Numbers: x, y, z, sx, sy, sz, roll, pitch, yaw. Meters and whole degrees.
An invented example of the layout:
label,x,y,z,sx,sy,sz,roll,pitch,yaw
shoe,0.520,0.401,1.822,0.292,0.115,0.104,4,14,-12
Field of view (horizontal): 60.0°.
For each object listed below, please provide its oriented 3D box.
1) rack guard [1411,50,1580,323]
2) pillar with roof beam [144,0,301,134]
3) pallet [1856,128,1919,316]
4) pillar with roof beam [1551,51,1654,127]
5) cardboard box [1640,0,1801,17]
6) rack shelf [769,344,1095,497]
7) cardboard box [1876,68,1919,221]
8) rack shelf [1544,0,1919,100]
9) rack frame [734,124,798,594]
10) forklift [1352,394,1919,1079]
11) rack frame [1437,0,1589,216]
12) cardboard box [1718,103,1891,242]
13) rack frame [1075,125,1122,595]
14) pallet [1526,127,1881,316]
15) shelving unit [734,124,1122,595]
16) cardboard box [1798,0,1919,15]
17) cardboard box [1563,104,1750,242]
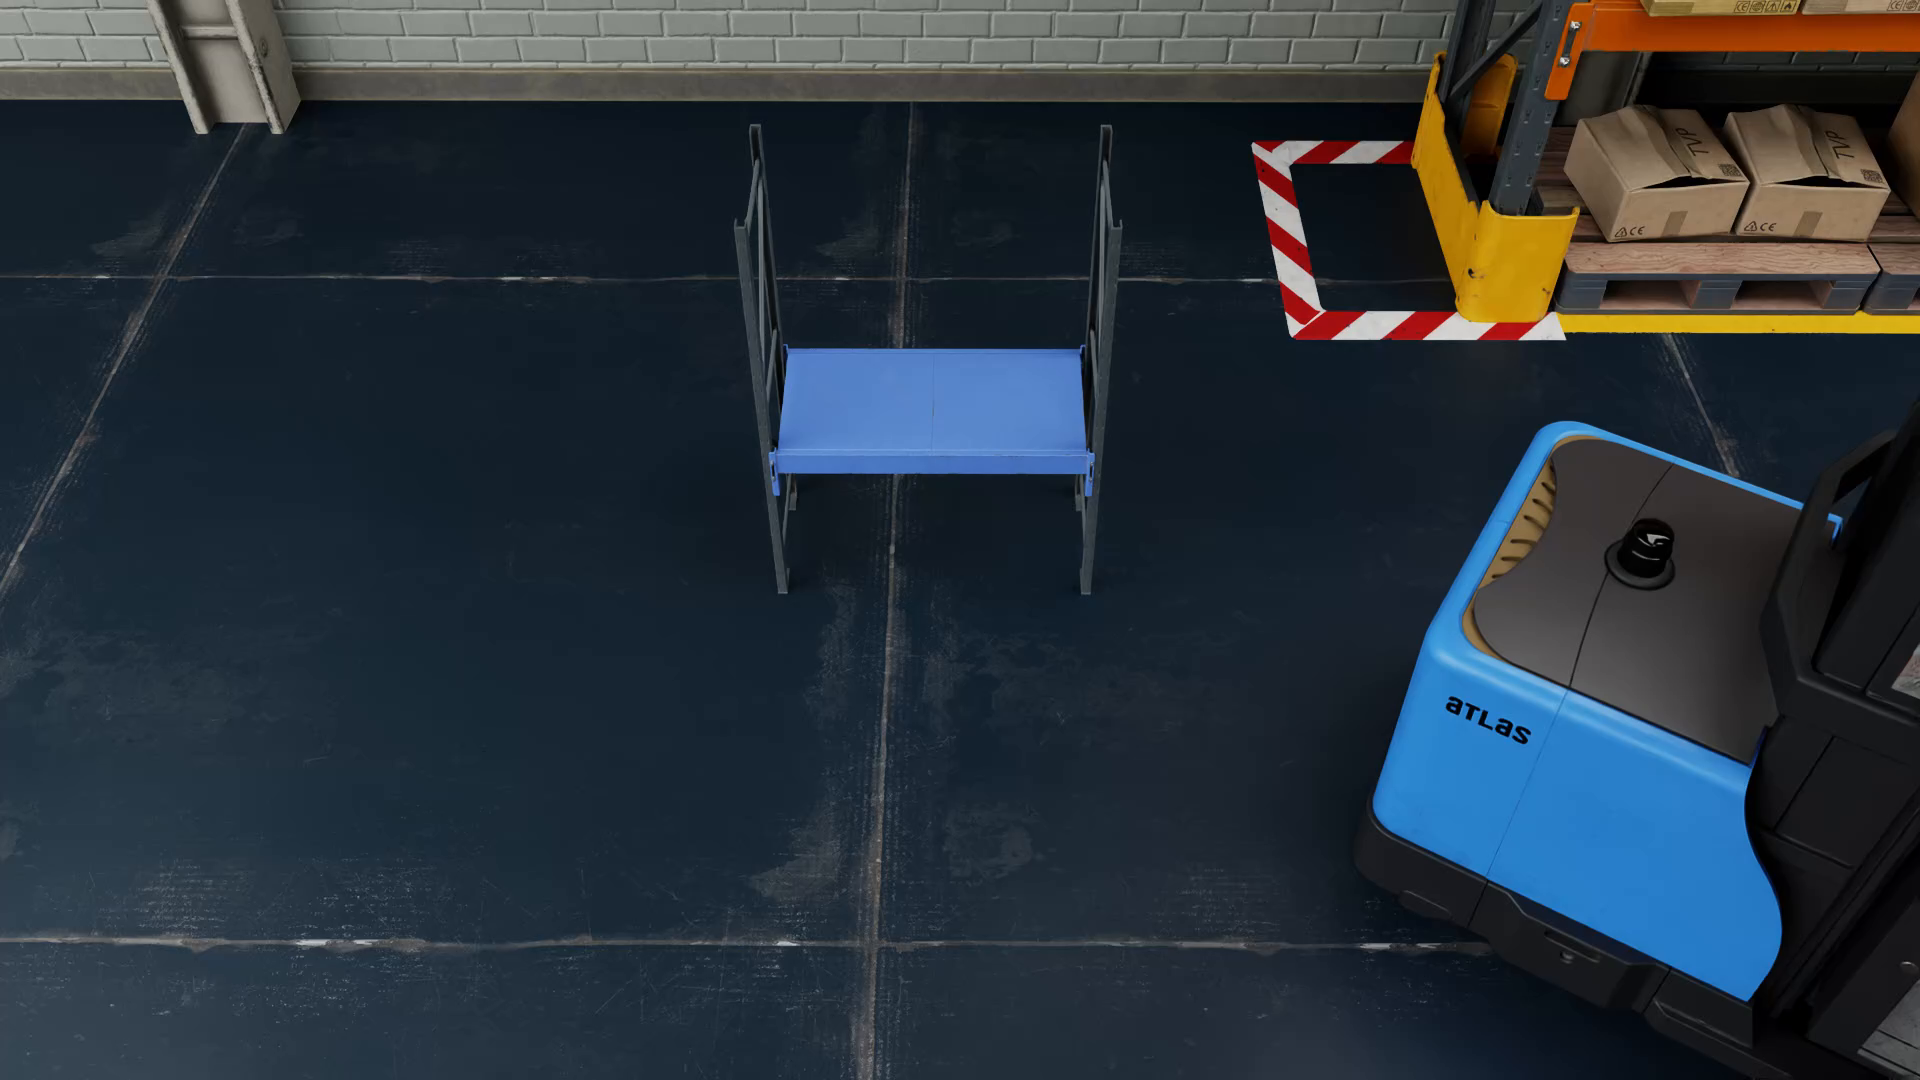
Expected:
label,x,y,z,sx,sy,sz,roll,pitch,yaw
rack guard,2.149,-1.455,6.762,0.348,0.500,1.175,0,47,0
pillar with roof beam,-3.239,-1.847,1.321,0.400,9.000,9.100,0,47,0
pallet,4.178,-1.323,6.837,1.213,0.211,1.003,0,47,0
pillar with roof beam,2.760,-1.831,1.306,0.400,9.000,9.100,0,47,0
cardboard box,2.560,-2.028,5.678,0.500,0.250,0.500,-1,47,-1
rack shelf,-0.085,-0.389,5.333,1.000,0.185,0.538,0,47,0
cardboard box,4.068,-1.497,6.501,0.500,0.500,0.700,-3,47,-2
rack shelf,4.073,-2.056,6.106,4.000,0.370,1.077,0,47,0
rack frame,-0.594,-0.513,5.203,0.032,1.500,0.500,0,47,0
forklift,2.658,0.247,3.518,3.031,2.935,1.130,24,52,21
rack frame,2.073,-2.306,5.848,0.127,3.000,1.000,0,47,0
cardboard box,3.335,-1.471,6.606,0.500,0.311,0.500,4,47,3
rack frame,0.423,-0.510,5.200,0.032,1.500,0.500,0,47,0
pallet,2.962,-1.328,6.842,1.213,0.211,1.003,0,47,0
shelving unit,-0.085,-0.511,5.201,1.048,1.500,0.538,0,47,0
cardboard box,3.079,-2.037,5.686,0.500,0.250,0.500,-1,47,-1
cardboard box,2.765,-1.473,6.608,0.500,0.311,0.500,-5,47,-4
